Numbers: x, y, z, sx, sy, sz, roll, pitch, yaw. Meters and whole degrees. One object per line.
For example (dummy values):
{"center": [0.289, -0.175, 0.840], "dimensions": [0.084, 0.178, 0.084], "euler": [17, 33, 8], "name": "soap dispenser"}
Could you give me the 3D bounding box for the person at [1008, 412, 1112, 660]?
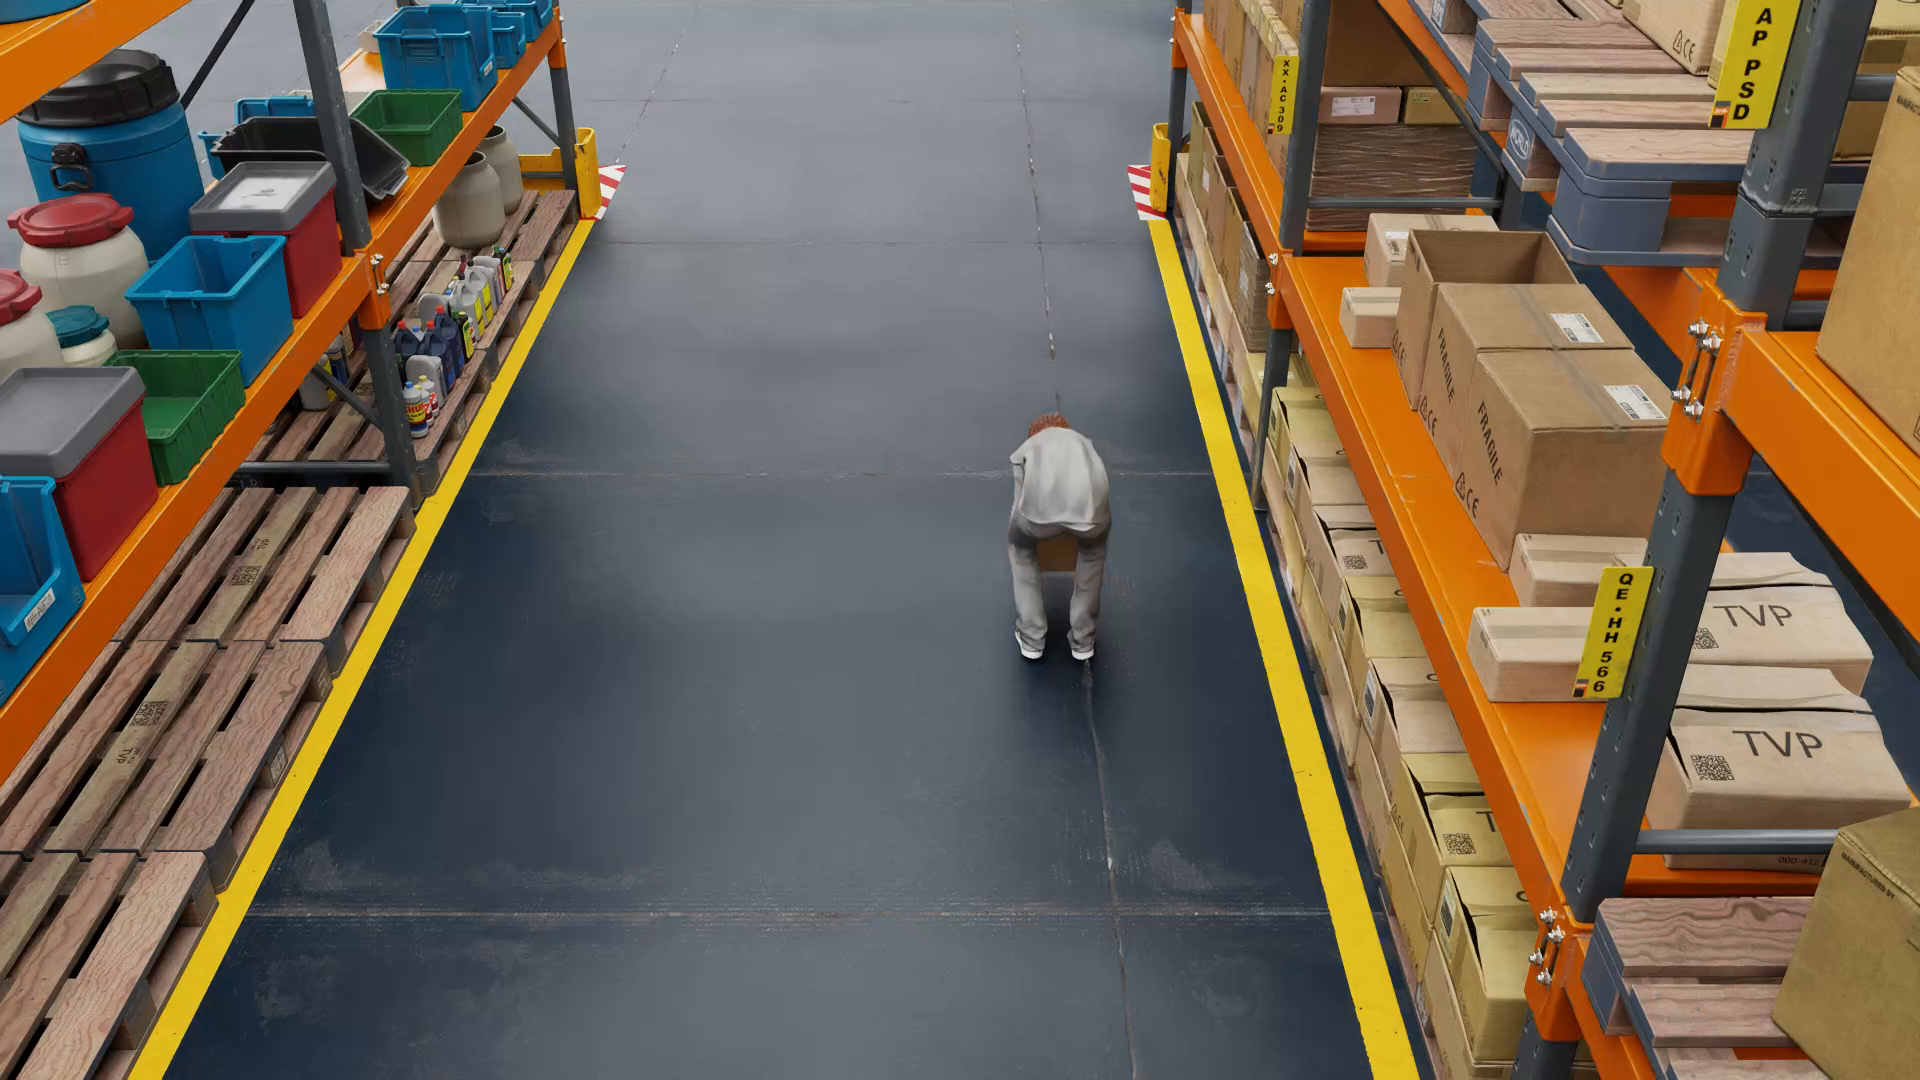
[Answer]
{"center": [0.396, -0.053, 6.845], "dimensions": [0.411, 0.948, 0.866], "euler": [-1, 32, -2], "name": "person"}
